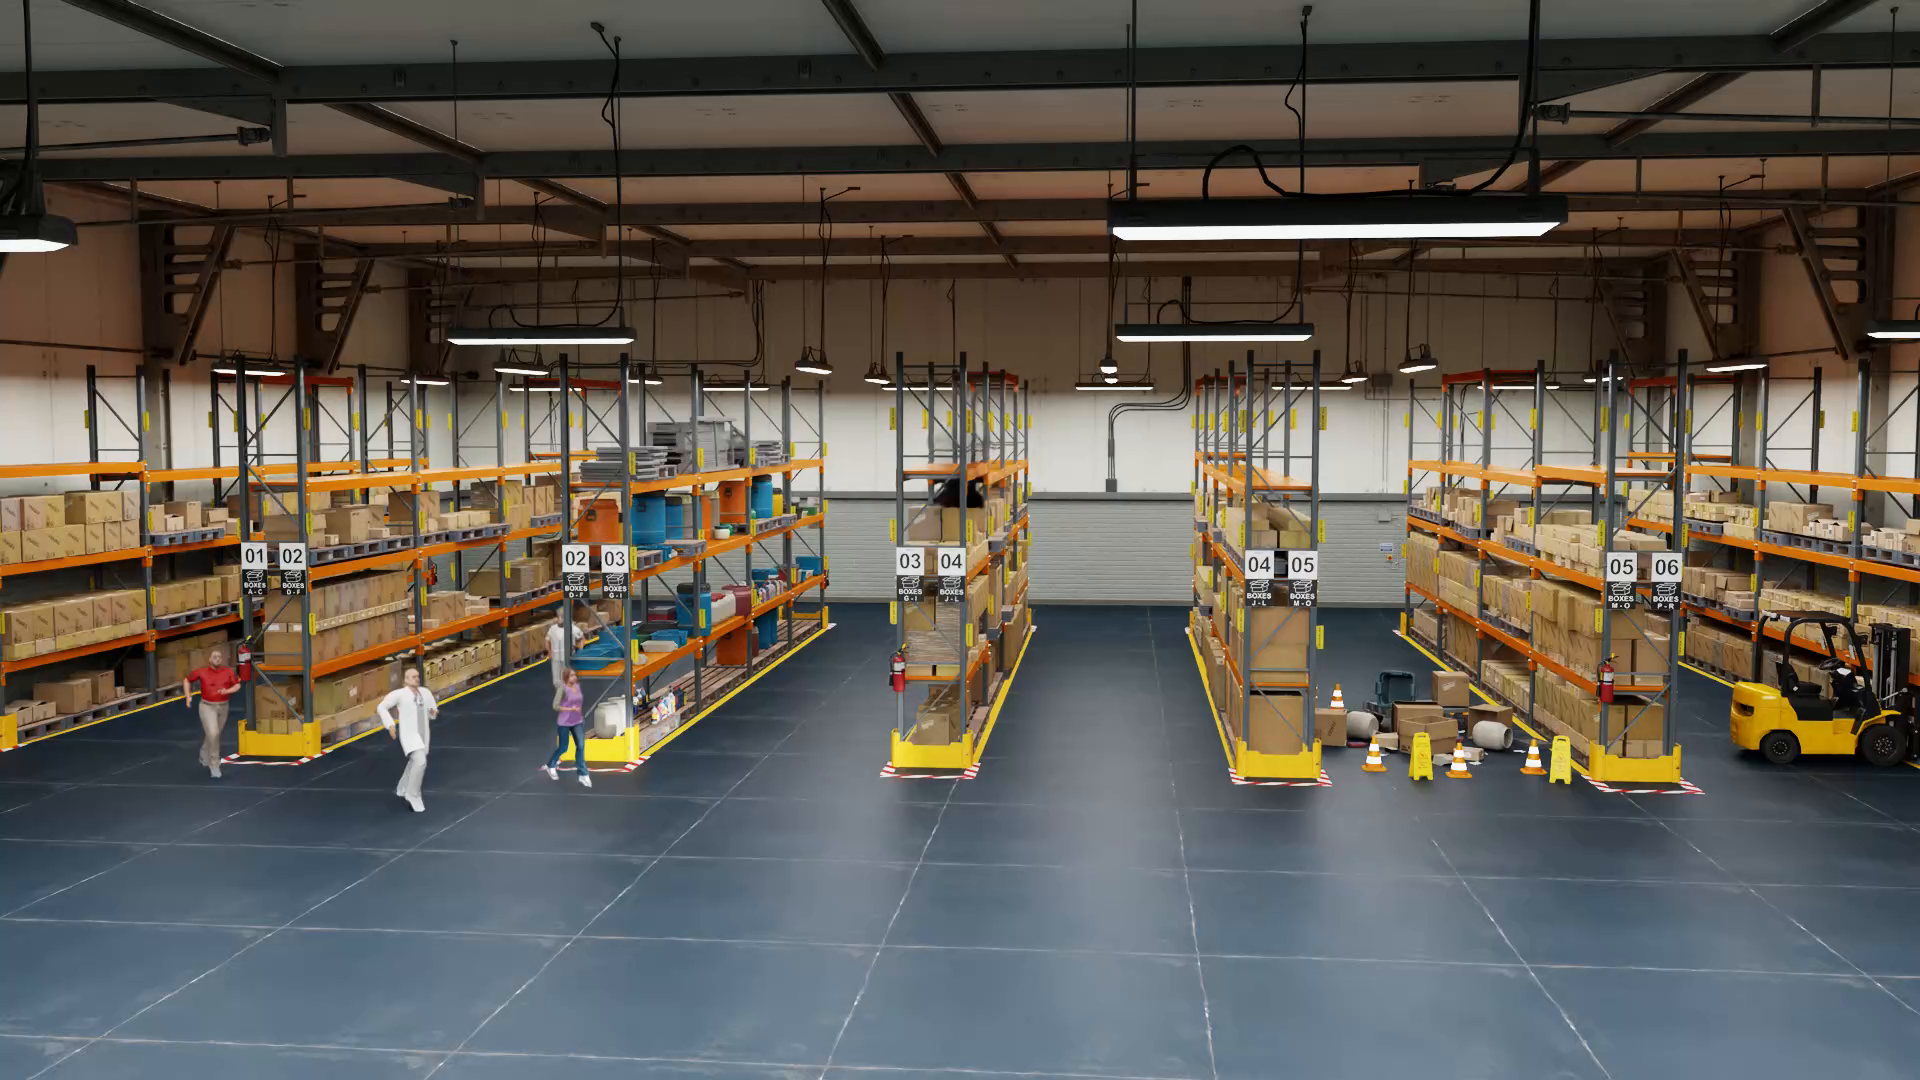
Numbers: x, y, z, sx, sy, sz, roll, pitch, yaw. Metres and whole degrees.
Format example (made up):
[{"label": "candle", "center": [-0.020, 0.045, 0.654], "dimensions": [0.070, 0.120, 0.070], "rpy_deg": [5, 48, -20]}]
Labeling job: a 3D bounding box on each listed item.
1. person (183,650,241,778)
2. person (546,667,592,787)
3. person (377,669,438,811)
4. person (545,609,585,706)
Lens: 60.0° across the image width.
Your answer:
[{"label": "person", "center": [-10.650, 2.466, 23.752], "dimensions": [0.825, 1.788, 0.713], "rpy_deg": [3, 5, 38]}, {"label": "person", "center": [-5.381, 2.555, 22.891], "dimensions": [0.843, 1.611, 0.543], "rpy_deg": [3, 5, 39]}, {"label": "person", "center": [-7.090, 2.589, 21.593], "dimensions": [0.819, 1.845, 0.673], "rpy_deg": [2, 5, 31]}, {"label": "person", "center": [-6.950, 2.065, 29.186], "dimensions": [0.698, 1.742, 0.620], "rpy_deg": [0, 4, 2]}]
